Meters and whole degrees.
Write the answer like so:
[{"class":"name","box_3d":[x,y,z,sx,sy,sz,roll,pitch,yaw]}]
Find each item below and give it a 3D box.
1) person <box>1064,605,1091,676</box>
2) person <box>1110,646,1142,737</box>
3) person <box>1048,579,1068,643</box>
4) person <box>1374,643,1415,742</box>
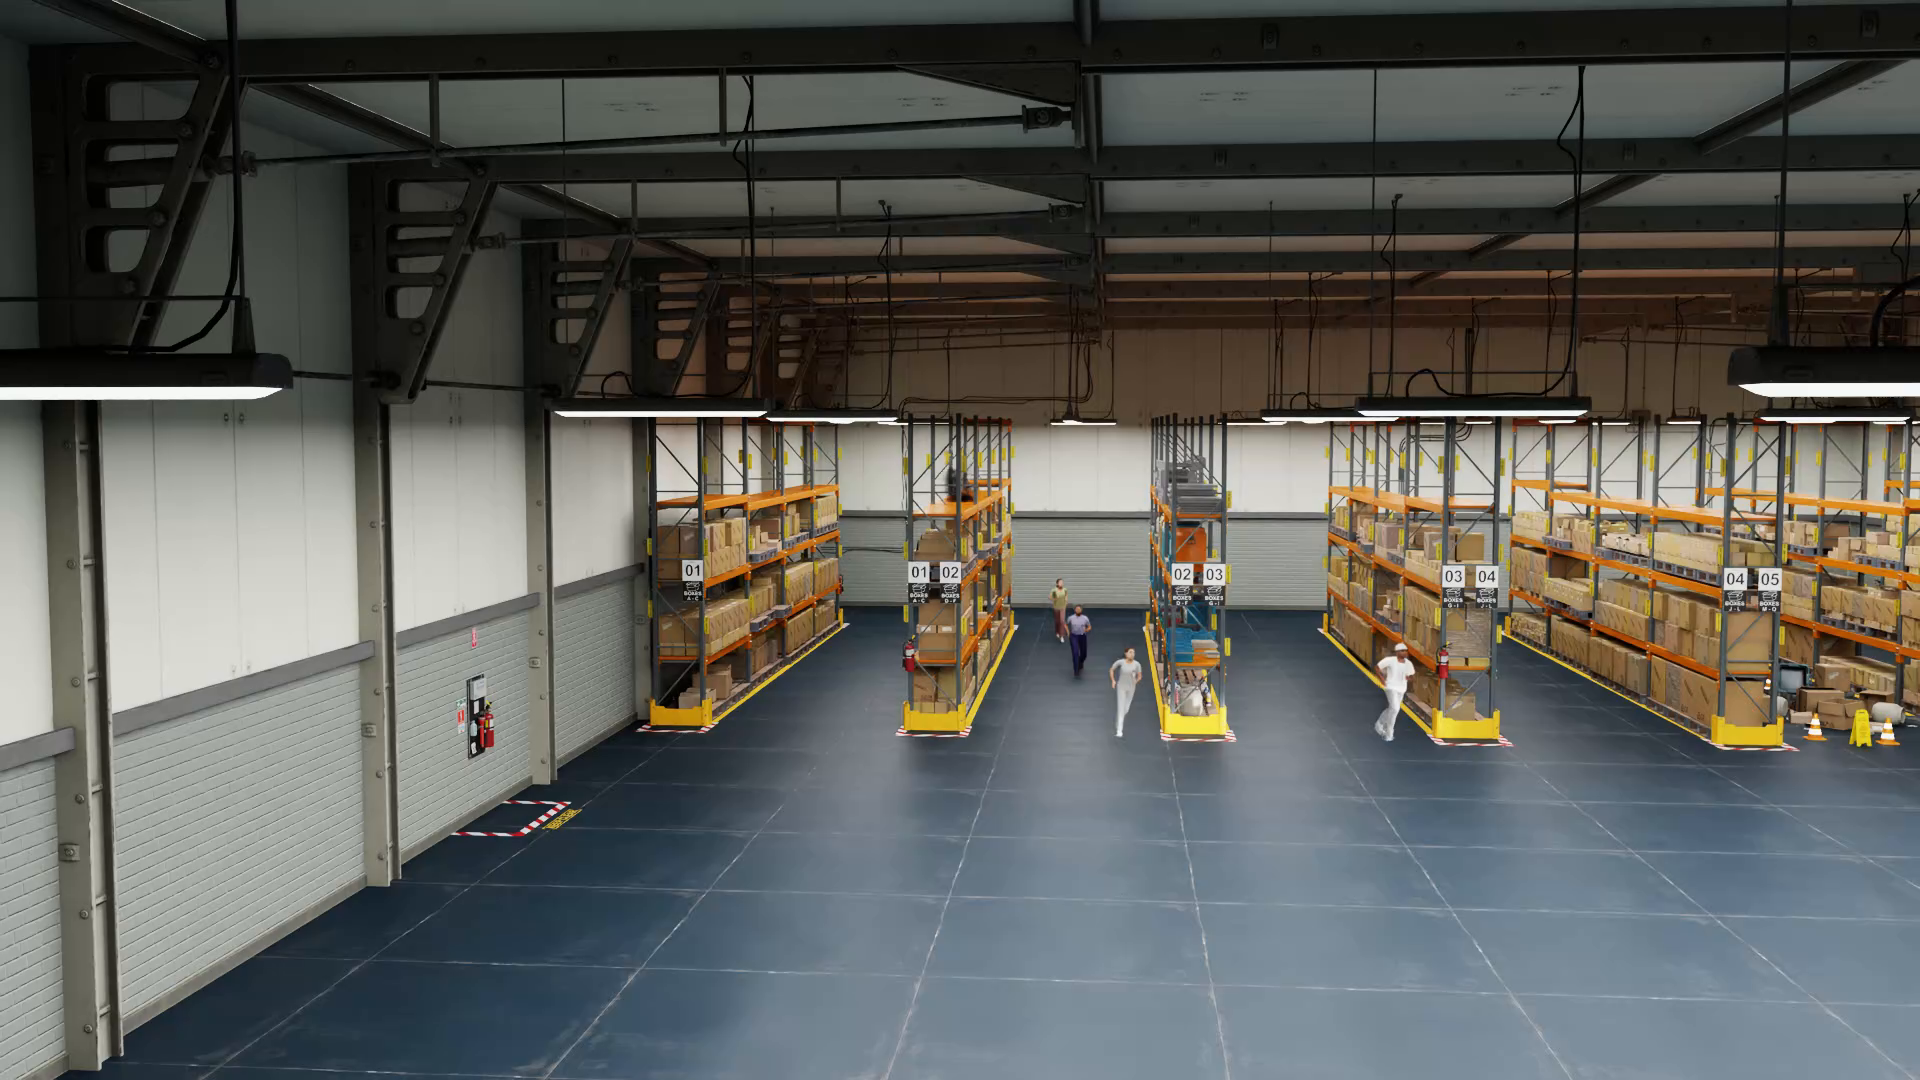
[{"class":"person","box_3d":[2.742,2.314,38.656,0.620,1.613,0.782,0,4,-4]},{"class":"person","box_3d":[3.121,2.812,31.240,0.601,1.656,0.851,0,4,-6]},{"class":"person","box_3d":[2.650,1.874,44.762,0.560,1.692,0.897,0,4,-5]},{"class":"person","box_3d":[8.033,2.802,30.748,0.690,1.822,0.691,-2,4,-24]}]
